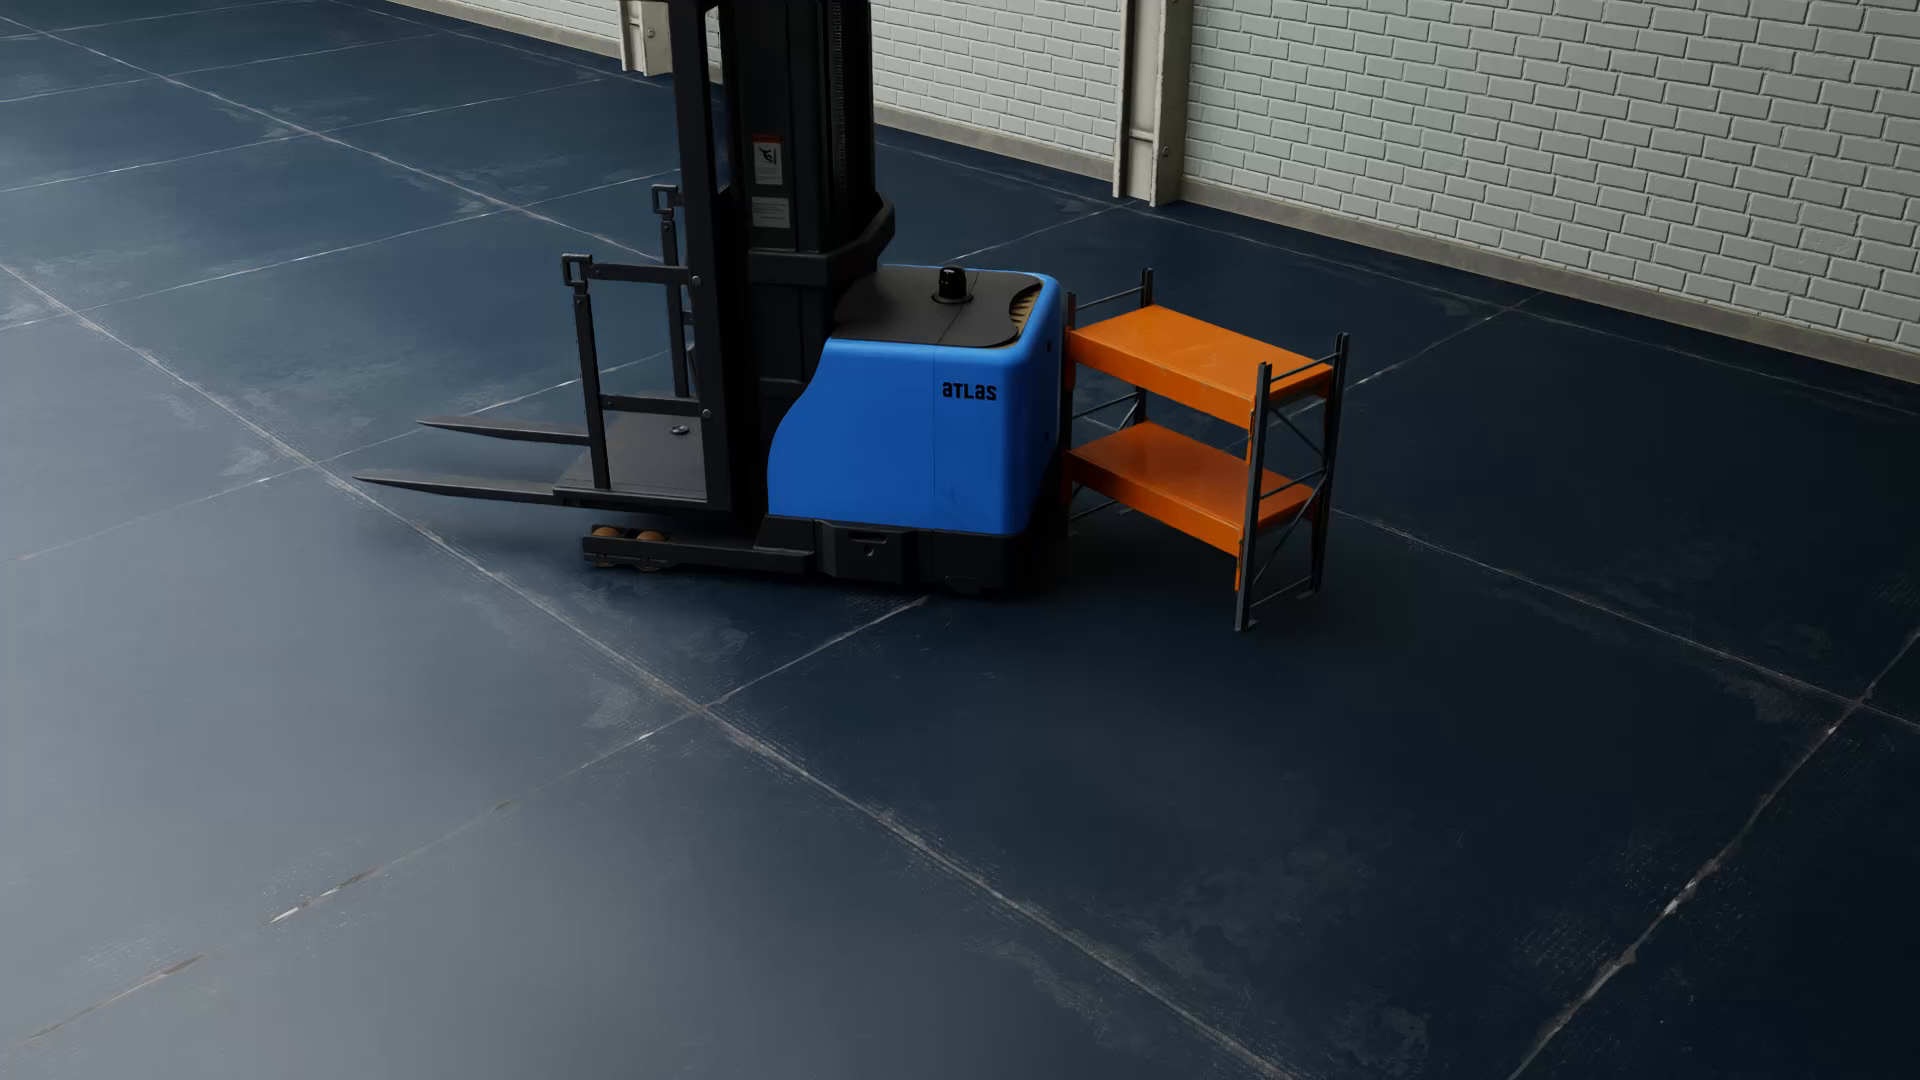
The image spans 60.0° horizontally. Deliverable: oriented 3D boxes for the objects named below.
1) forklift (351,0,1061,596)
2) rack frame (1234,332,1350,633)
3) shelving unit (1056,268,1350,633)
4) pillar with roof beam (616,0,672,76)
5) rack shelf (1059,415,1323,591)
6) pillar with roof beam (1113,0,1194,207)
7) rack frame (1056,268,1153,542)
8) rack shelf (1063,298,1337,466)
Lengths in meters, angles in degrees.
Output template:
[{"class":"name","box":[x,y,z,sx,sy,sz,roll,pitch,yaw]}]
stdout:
[{"class":"forklift","box":[-1.126,-1.398,6.760,3.031,2.935,1.130,5,28,10]},{"class":"rack frame","box":[1.284,-0.214,6.449,0.500,1.125,0.032,-22,35,-36]},{"class":"shelving unit","box":[0.950,-0.393,6.789,0.538,1.125,1.048,-22,35,-36]},{"class":"pillar with roof beam","box":[-5.955,-6.972,10.840,0.400,9.000,9.100,25,36,38]},{"class":"rack shelf","box":[0.950,-0.176,6.902,0.538,0.278,1.000,-22,35,-36]},{"class":"pillar with roof beam","box":[-1.676,-5.014,7.117,0.400,9.000,9.100,25,36,38]},{"class":"rack frame","box":[0.617,-0.571,7.128,0.500,1.125,0.032,-22,35,-36]},{"class":"rack shelf","box":[0.950,-0.652,6.652,0.538,0.278,1.000,-22,35,-36]}]
